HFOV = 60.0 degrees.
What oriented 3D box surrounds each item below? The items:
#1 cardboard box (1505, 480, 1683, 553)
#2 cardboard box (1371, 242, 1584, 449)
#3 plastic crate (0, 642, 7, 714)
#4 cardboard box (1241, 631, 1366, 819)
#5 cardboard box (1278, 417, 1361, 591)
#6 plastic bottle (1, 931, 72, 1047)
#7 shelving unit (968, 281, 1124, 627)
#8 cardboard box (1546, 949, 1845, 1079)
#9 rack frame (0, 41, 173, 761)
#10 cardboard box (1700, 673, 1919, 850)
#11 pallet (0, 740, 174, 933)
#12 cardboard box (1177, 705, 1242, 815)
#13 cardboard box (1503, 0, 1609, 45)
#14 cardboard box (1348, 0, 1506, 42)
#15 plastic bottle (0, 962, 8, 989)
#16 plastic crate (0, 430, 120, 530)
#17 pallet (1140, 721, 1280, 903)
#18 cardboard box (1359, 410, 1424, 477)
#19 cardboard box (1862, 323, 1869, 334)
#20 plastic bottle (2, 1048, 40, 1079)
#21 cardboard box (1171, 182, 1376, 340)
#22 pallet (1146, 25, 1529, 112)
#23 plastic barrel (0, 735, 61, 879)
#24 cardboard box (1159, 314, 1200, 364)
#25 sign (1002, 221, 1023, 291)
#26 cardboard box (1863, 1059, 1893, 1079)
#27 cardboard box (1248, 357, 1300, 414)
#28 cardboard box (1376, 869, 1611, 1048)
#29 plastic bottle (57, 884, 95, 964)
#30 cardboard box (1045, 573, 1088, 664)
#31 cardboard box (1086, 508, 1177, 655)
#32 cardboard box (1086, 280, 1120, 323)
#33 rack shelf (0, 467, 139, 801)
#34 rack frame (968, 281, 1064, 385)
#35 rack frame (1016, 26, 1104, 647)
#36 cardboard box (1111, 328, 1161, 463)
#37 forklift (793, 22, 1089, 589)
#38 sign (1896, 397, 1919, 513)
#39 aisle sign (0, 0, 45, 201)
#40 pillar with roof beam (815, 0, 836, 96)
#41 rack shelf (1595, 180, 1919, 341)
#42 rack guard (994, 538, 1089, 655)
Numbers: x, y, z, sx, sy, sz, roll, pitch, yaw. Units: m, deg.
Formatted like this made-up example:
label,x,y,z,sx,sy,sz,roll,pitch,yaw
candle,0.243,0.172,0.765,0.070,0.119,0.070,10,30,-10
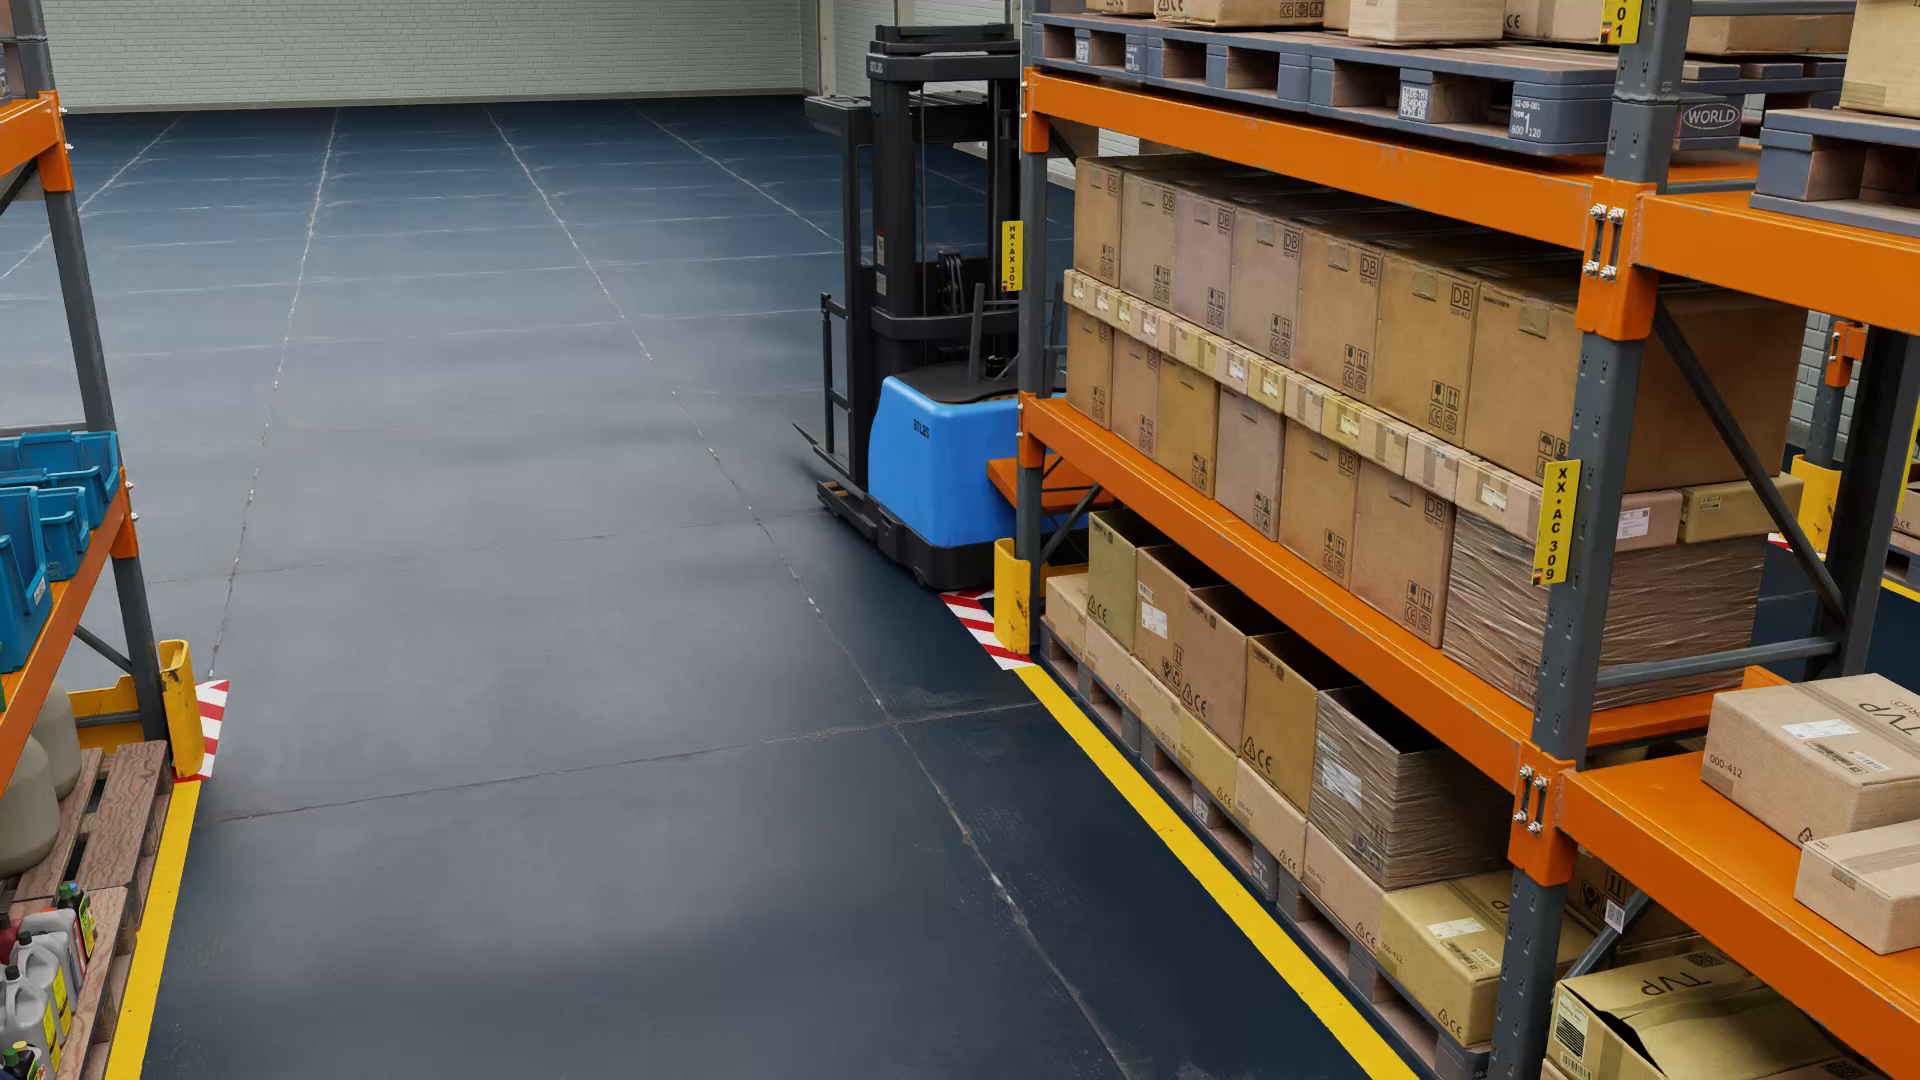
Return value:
label,x,y,z,sx,sy,sz,roll,pitch,yaw
cardboard box,1.743,-0.074,4.577,0.380,0.149,0.250,-6,21,-17
cardboard box,1.726,-0.618,5.134,0.700,0.500,0.500,-6,21,-17
plastic crate,-2.831,0.502,4.395,0.450,0.188,0.662,-6,21,-17
cardboard box,1.371,0.639,6.037,0.500,0.500,0.500,-6,21,-17
cardboard box,1.560,-0.176,5.821,0.700,0.500,0.500,-6,21,-16
plastic bottle,-2.783,1.348,4.994,0.144,0.351,0.185,-6,20,-15
shelving unit,0.434,-0.470,8.729,0.587,1.500,1.083,-5,27,-19
cardboard box,1.925,1.334,4.381,0.500,0.311,0.500,-6,21,-17
rack frame,-3.929,-0.416,6.636,1.000,3.000,0.127,-6,21,-17
cardboard box,2.228,0.567,4.123,0.500,0.250,0.500,-5,20,-14
pallet,-3.611,1.177,6.326,1.003,0.211,1.213,-6,21,-17
cardboard box,1.201,0.833,6.606,0.500,0.250,0.500,-6,21,-17
cardboard box,1.954,-1.653,4.948,0.500,0.311,0.500,-8,21,-20
cardboard box,1.393,-1.572,4.962,0.380,0.149,0.250,-6,21,-17
plastic bottle,-2.952,1.385,5.113,0.097,0.201,0.097,0,20,0
plastic crate,-3.488,-0.217,6.303,0.499,0.251,0.616,-6,21,-17
pallet,1.434,1.003,6.811,1.003,0.211,1.213,-6,21,-17
cardboard box,1.498,-0.321,5.267,0.380,0.149,0.250,-6,21,-17
cardboard box,5.328,-1.217,9.059,0.500,0.250,0.500,-7,21,-19
plastic bottle,-2.604,1.518,4.620,0.061,0.283,0.133,-5,20,-15
cardboard box,1.255,-1.100,6.475,0.700,0.500,0.500,-6,21,-17
pallet,1.359,-1.689,5.875,1.003,0.211,1.213,-6,21,-17
plastic barrel,-3.492,0.922,5.973,0.421,0.512,0.421,0,20,0
cardboard box,1.019,-0.813,6.635,0.380,0.149,0.250,-7,21,-19
sign,0.245,-1.328,7.780,0.100,0.325,0.005,-6,21,-17
cardboard box,2.600,1.441,4.083,0.500,0.311,0.500,-6,21,-16
cardboard box,1.259,-0.566,5.949,0.380,0.149,0.250,-6,21,-15
cardboard box,1.678,1.314,5.268,0.500,0.250,0.500,-6,21,-17
plastic bottle,-2.882,1.234,5.411,0.061,0.283,0.133,-6,21,-16
cardboard box,0.731,0.351,7.947,0.500,0.250,0.500,-6,21,-17
cardboard box,0.890,0.159,7.374,0.500,0.500,0.500,-6,21,-17
cardboard box,0.779,-1.060,7.322,0.380,0.149,0.250,-7,21,-19
rack shelf,-3.301,0.565,4.971,1.077,0.370,4.000,-6,21,-17
rack frame,0.268,-0.693,9.165,0.500,1.500,0.032,-5,27,-19
rack frame,0.774,-0.941,8.098,1.000,3.000,0.127,-6,21,-17
cardboard box,1.078,-0.669,7.193,0.700,0.500,0.500,-6,21,-16
forklift,-0.250,-1.573,9.960,1.130,2.935,3.031,-8,21,-22
sign,2.543,-0.226,4.511,0.100,0.325,0.005,-6,21,-17
aisle sign,-3.670,-1.694,6.349,0.394,0.787,0.004,-6,21,-17
pillar with roof beam,-6.999,-13.329,33.713,9.100,9.000,0.400,-6,21,-17
rack shelf,2.660,-0.088,2.352,1.077,0.370,4.000,-6,21,-17
rack guard,0.767,0.228,8.542,1.175,0.500,0.348,-6,21,-17
